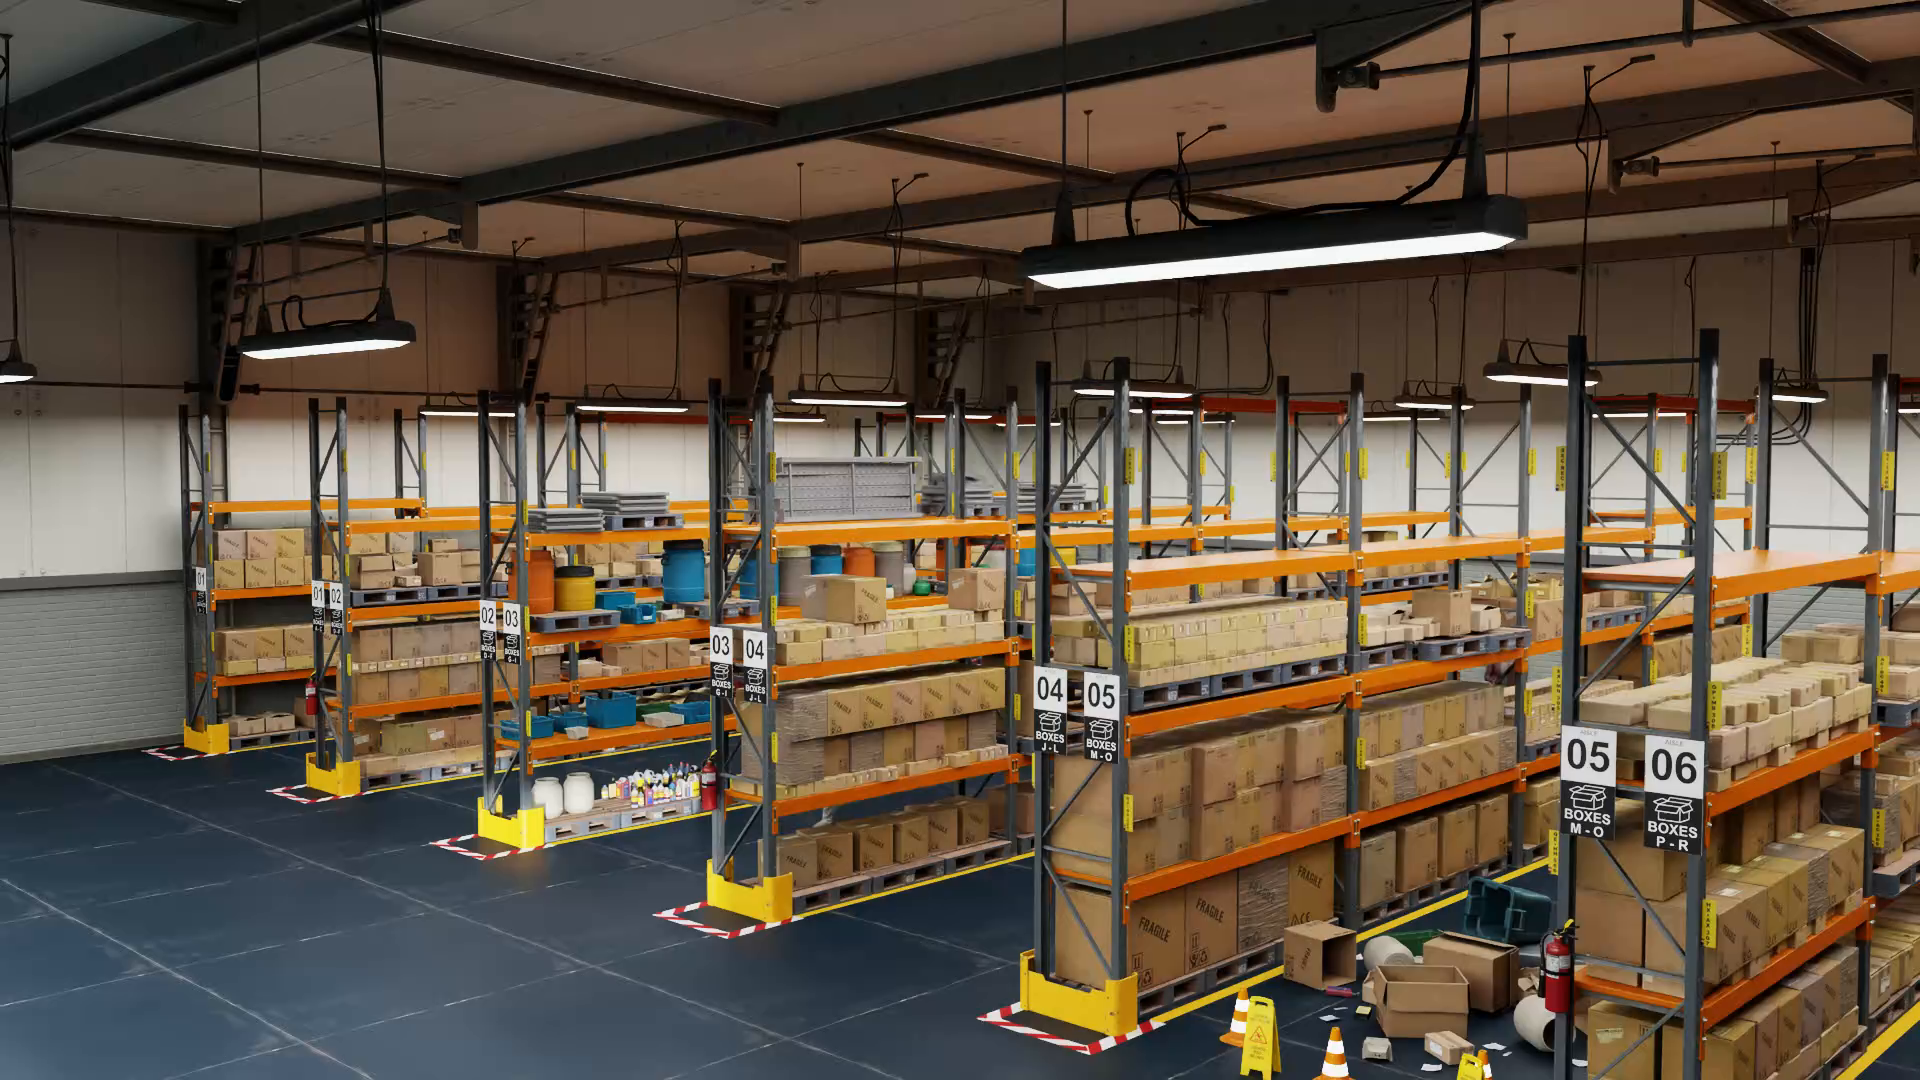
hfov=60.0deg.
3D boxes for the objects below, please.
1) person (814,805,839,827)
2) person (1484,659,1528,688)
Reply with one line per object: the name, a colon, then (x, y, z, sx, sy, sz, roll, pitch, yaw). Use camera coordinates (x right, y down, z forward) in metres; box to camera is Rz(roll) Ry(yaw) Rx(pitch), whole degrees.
person: (-1.765, 3.095, 22.977, 0.697, 1.735, 0.623, 2, 4, 38)
person: (9.592, 2.737, 29.271, 0.705, 1.792, 1.046, 2, 3, 27)
